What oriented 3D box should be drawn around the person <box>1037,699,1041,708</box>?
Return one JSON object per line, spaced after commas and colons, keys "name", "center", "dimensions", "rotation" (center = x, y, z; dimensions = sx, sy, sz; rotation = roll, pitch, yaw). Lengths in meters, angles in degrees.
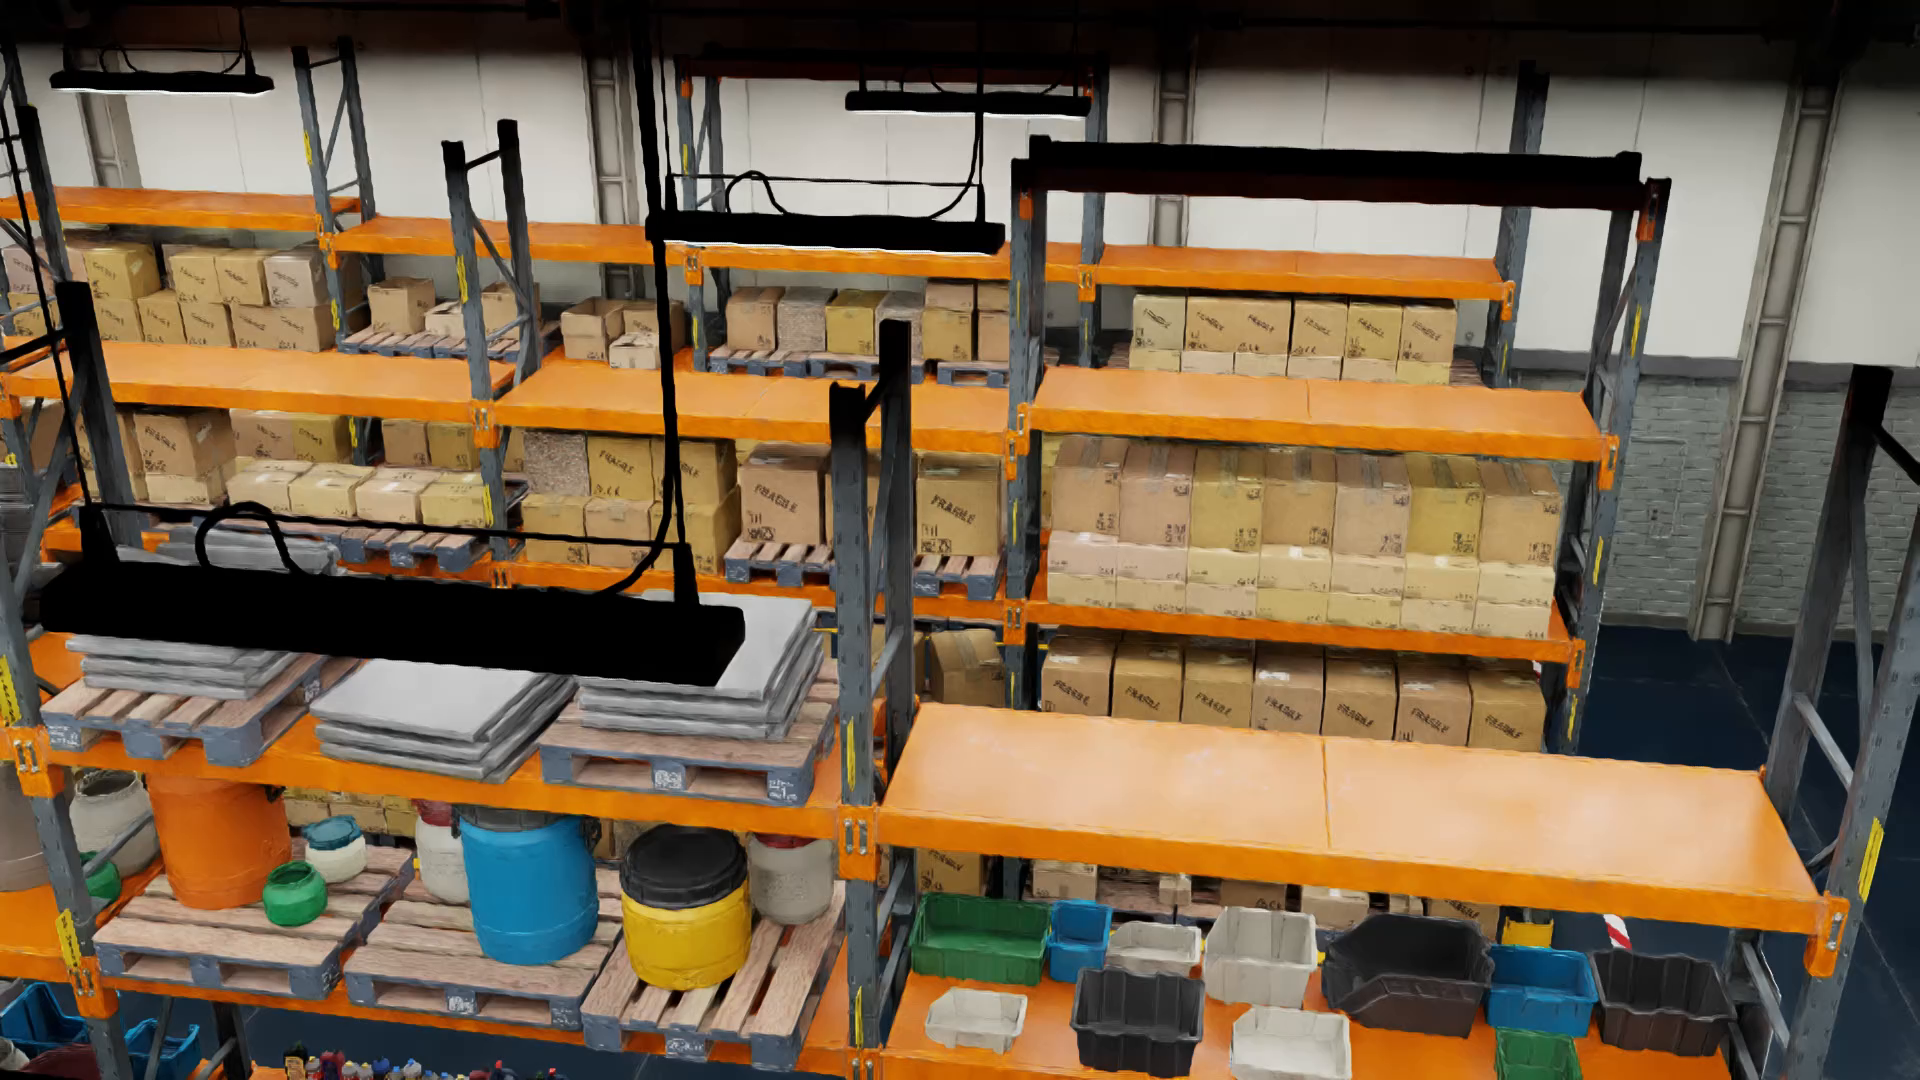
{"name": "person", "center": [1.242, 1.056, 15.917], "dimensions": [1.034, 1.511, 0.416], "rotation": [3, 23, 8]}
